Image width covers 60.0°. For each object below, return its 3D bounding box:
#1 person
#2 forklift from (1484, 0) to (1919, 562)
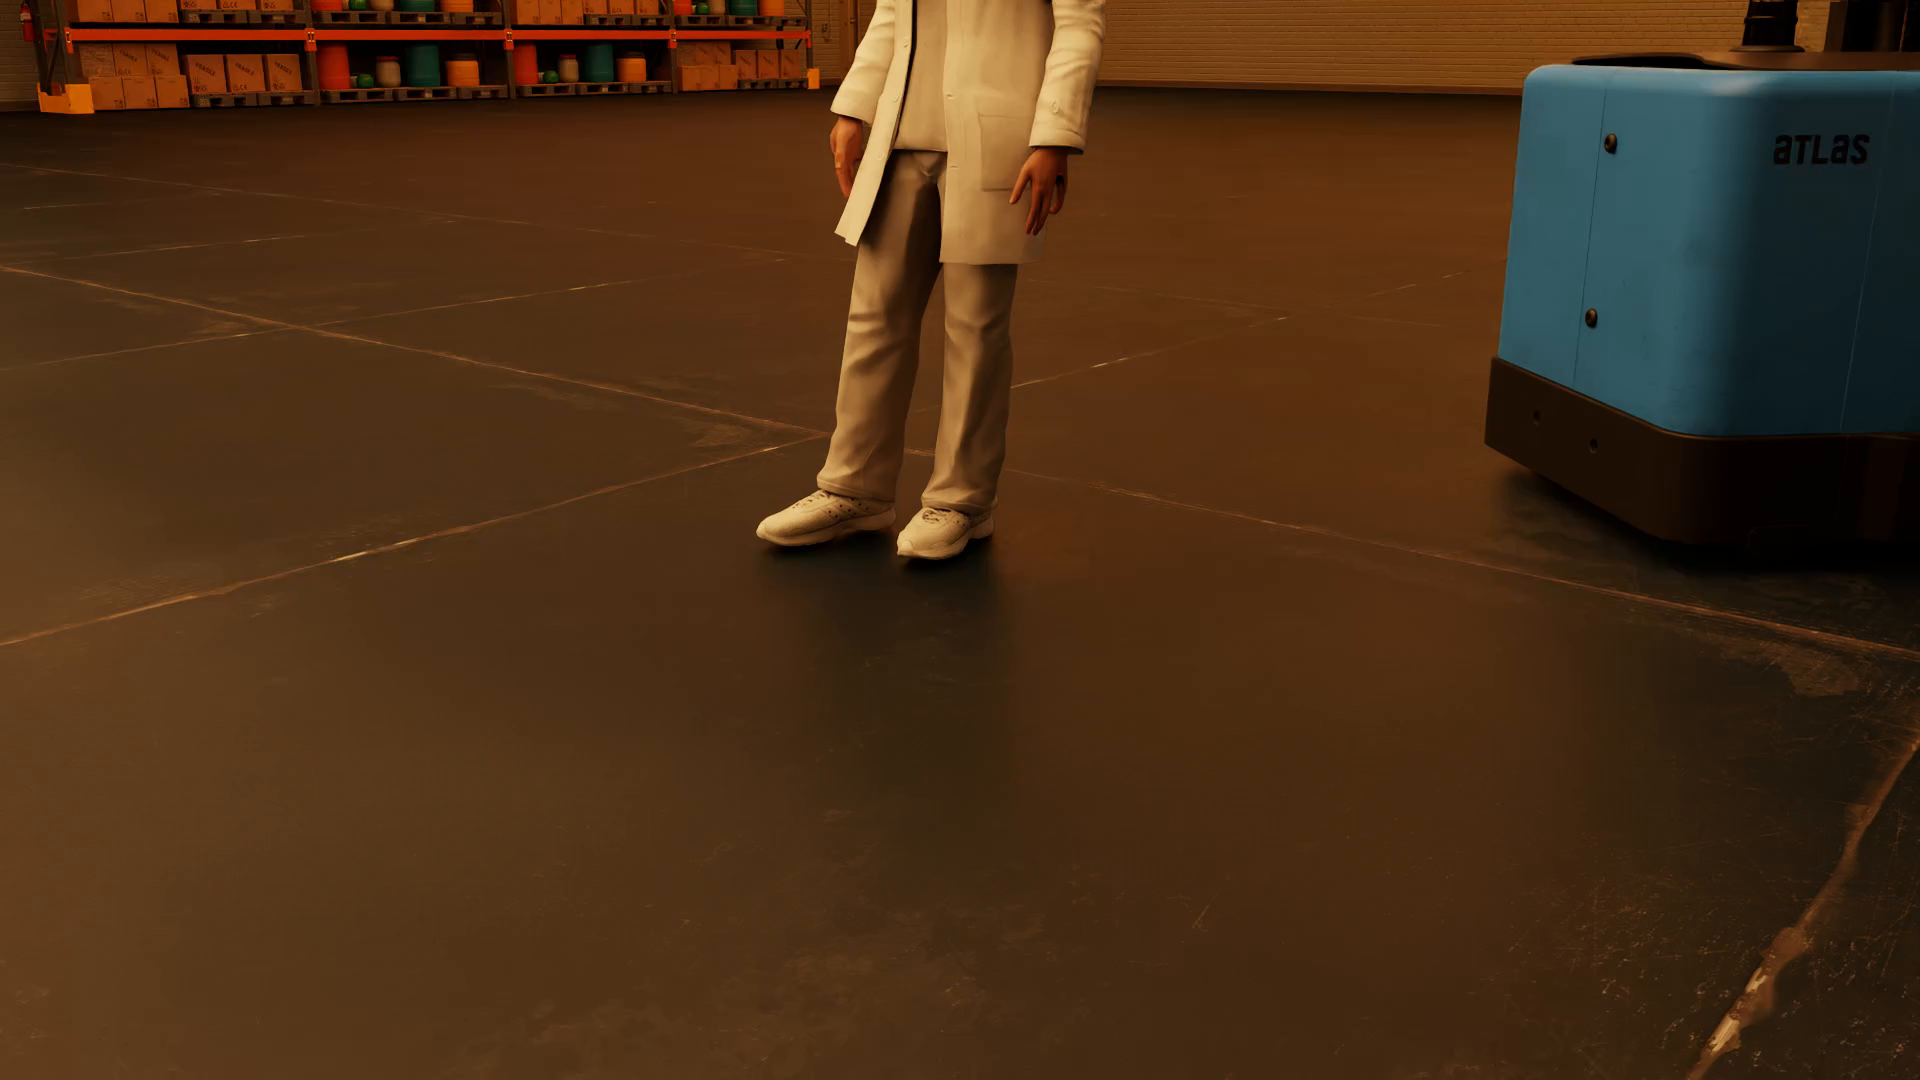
[{"bbox_3d":[-0.061,-0.838,3.616,0.696,1.778,0.578,13,21,37],"label":"person"},{"bbox_3d":[2.994,-1.523,3.914,3.031,2.935,1.130,-2,17,-7],"label":"forklift"}]
